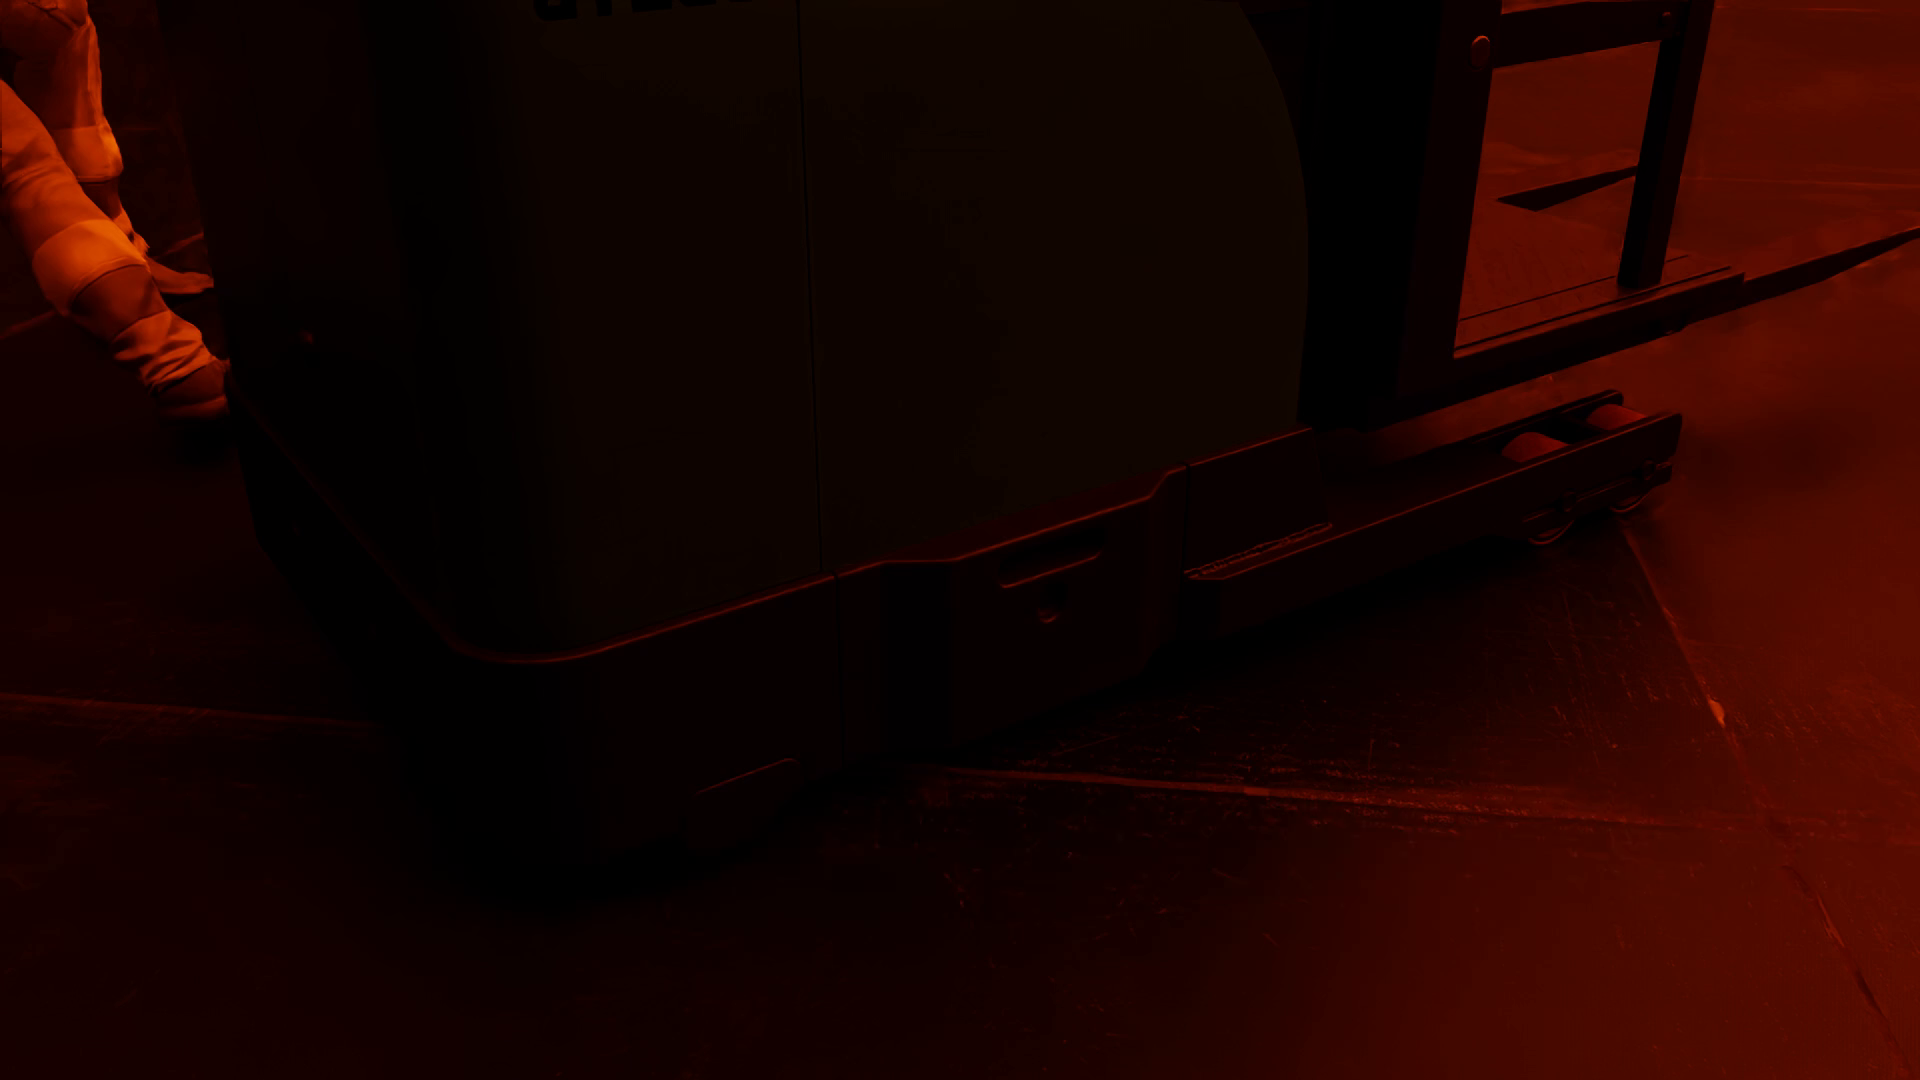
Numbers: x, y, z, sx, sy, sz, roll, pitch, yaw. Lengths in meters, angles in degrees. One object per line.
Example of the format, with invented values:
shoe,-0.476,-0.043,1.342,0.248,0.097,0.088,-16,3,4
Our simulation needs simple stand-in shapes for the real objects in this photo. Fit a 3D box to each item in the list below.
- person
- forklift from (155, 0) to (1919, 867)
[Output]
person,-1.554,-1.053,2.875,1.000,1.515,0.946,3,27,6
forklift,0.498,-1.478,2.179,3.031,2.935,1.130,-17,31,-31
